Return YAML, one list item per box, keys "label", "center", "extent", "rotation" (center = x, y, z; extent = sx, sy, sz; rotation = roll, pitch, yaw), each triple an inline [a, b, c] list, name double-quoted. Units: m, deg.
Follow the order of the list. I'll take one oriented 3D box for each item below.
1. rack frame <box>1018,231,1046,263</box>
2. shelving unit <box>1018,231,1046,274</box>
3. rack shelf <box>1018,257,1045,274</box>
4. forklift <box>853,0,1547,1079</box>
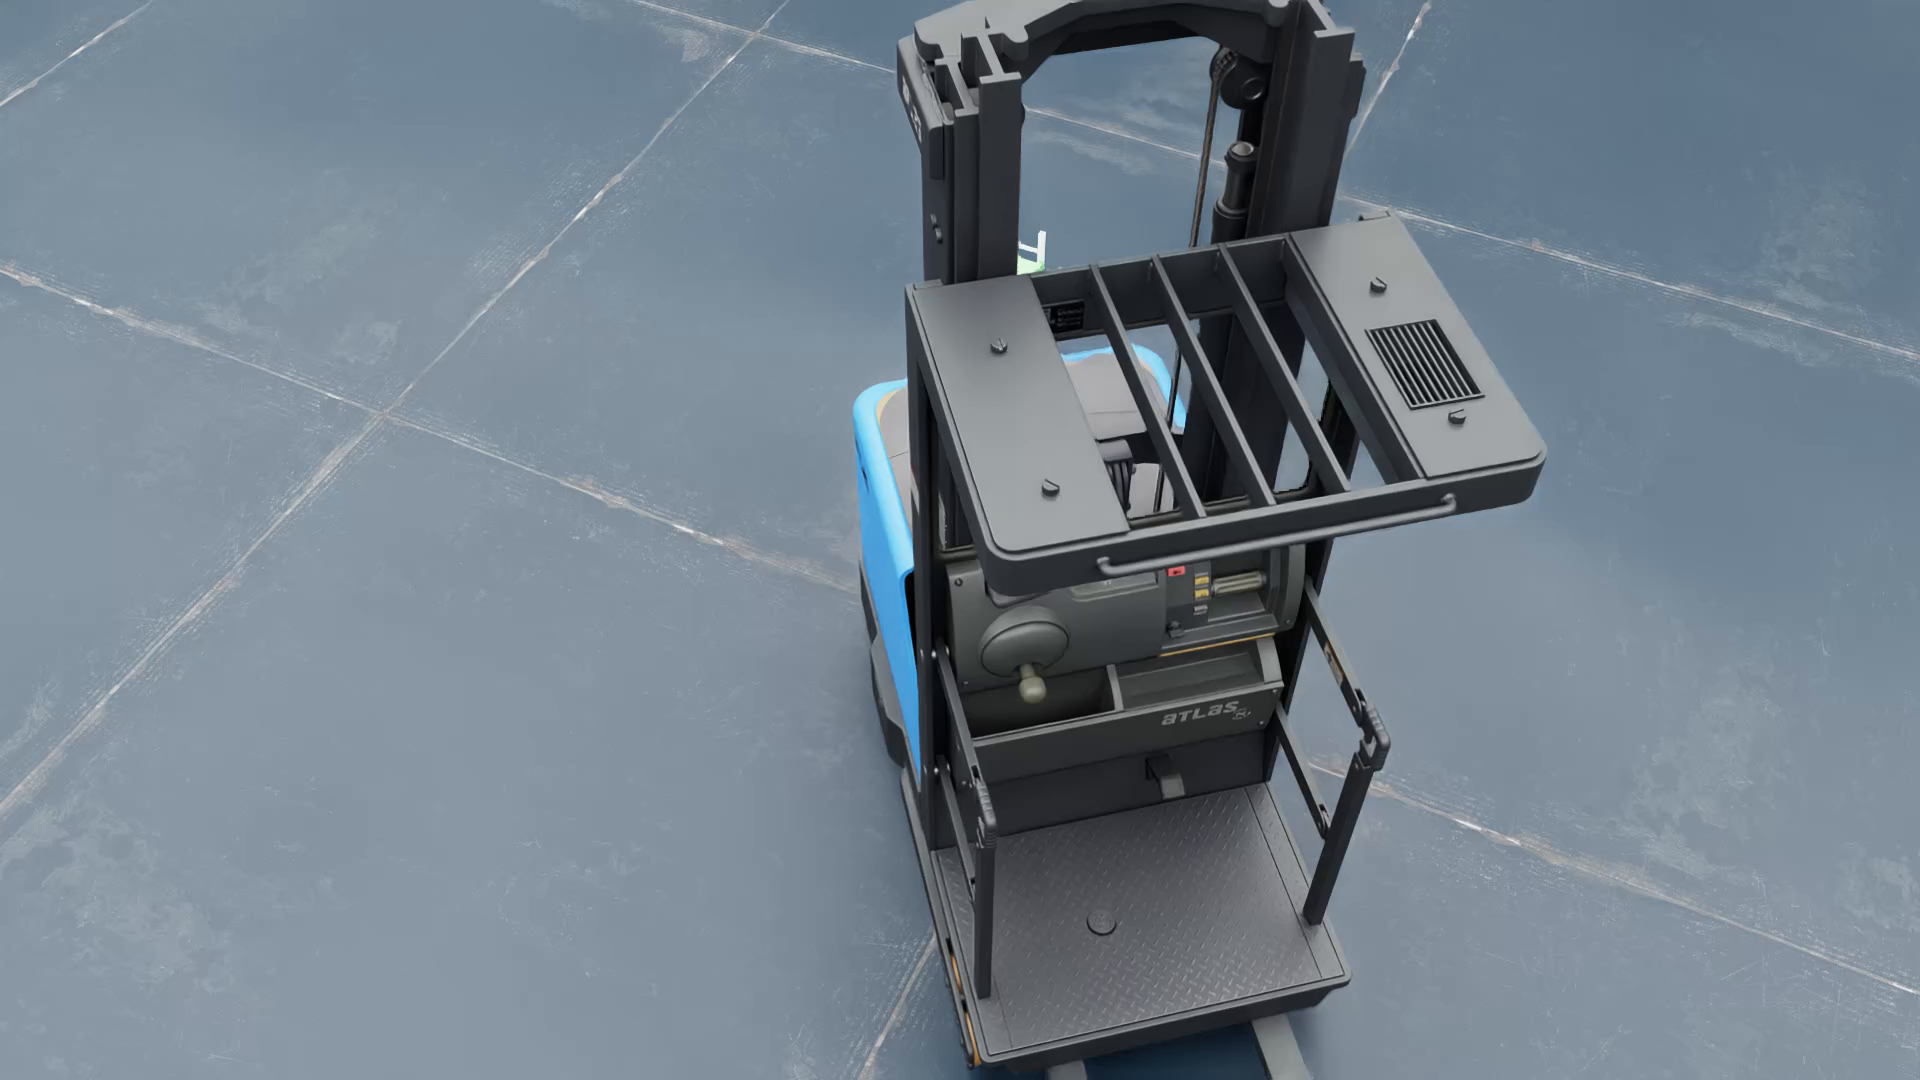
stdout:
- label: "rack frame"
  center: [0.175, -0.671, 6.033]
  extent: [0.240, 1.200, 0.015]
  rotation: [20, 52, 16]
- label: "shelving unit"
  center: [0.070, -0.504, 5.890]
  extent: [0.258, 1.200, 0.503]
  rotation: [20, 52, 16]
- label: "rack shelf"
  center: [0.070, -0.773, 5.574]
  extent: [0.258, 0.148, 0.480]
  rotation: [20, 52, 16]
- label: "forklift"
  center: [0.482, 0.271, 4.095]
  extent: [1.130, 2.935, 3.031]
  rotation: [-10, 50, -9]
